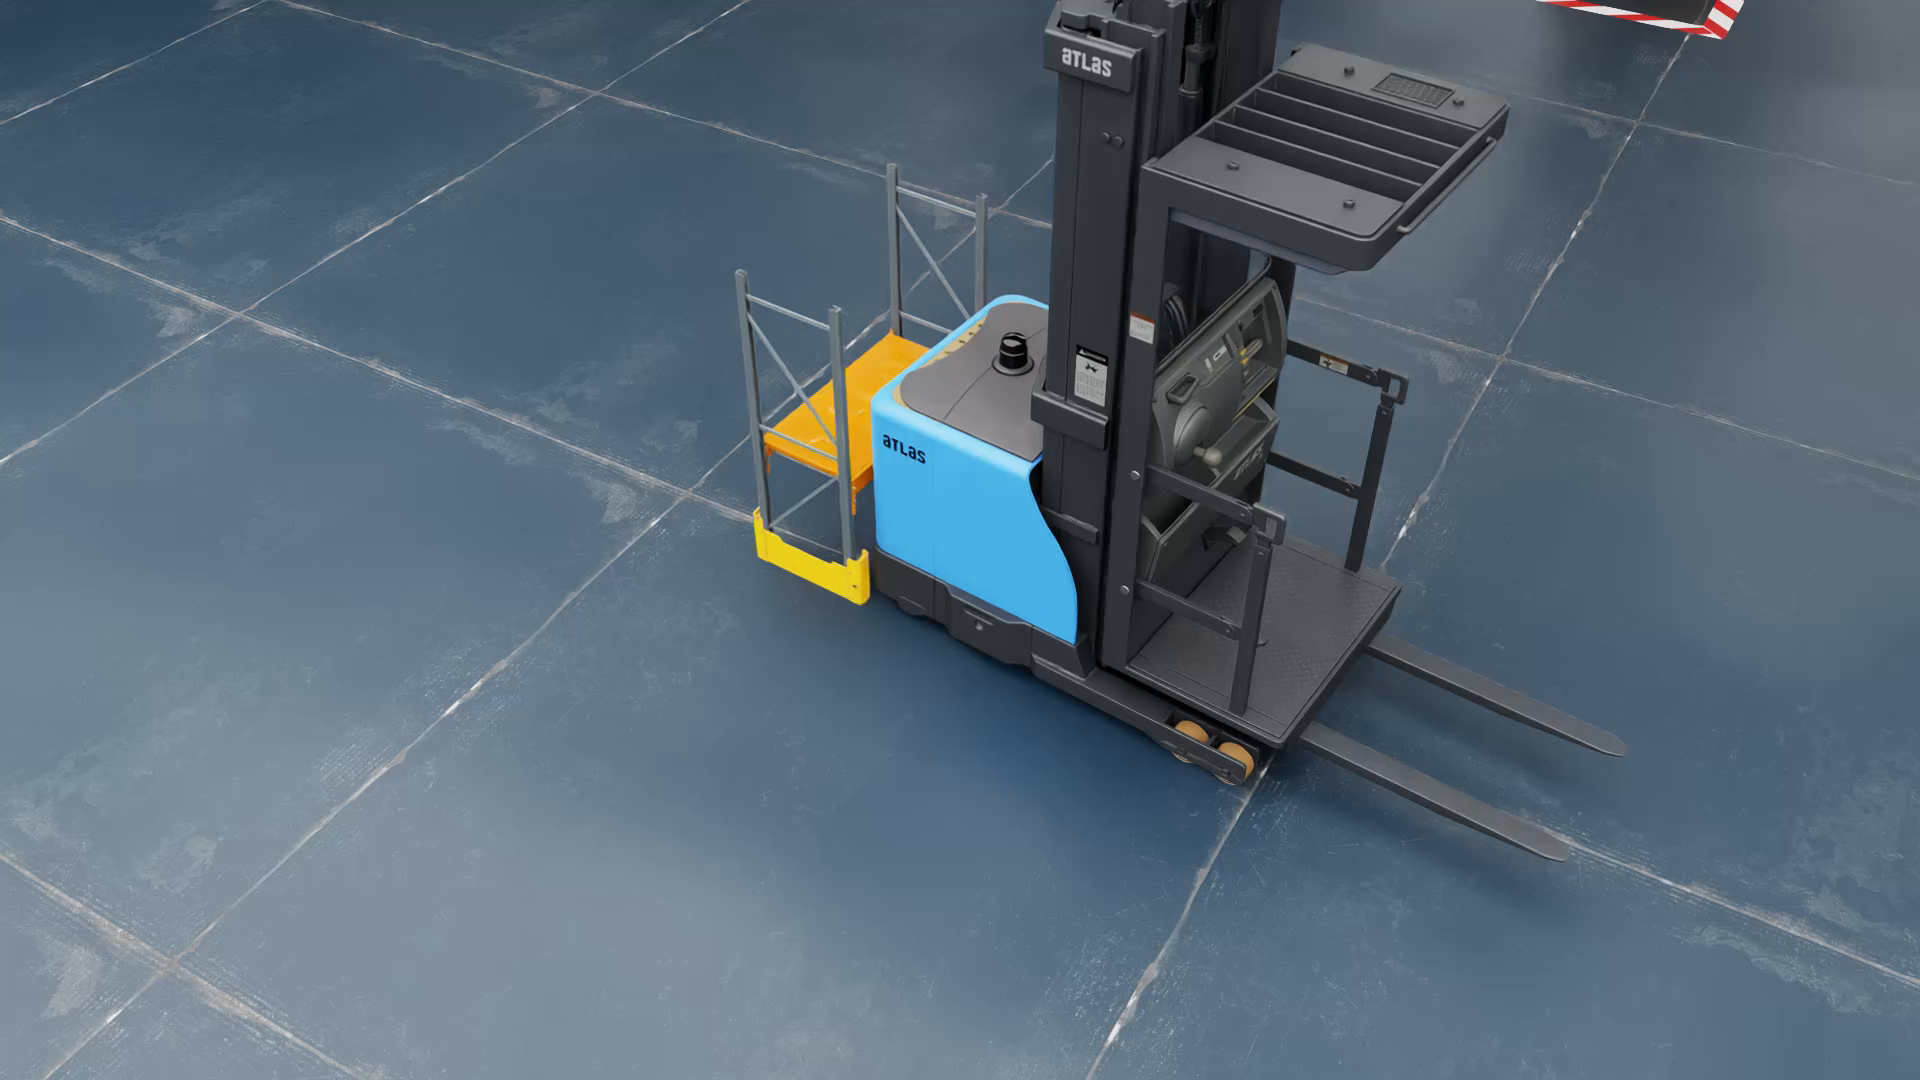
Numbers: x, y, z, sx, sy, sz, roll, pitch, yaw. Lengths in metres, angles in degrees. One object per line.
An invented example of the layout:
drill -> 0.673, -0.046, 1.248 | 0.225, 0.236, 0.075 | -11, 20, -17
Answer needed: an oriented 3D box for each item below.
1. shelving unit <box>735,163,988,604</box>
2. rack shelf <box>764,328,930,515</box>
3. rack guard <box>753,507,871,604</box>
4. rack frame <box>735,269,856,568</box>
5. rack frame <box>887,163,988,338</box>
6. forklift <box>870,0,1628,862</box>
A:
shelving unit -> -0.375, -0.680, 7.203 | 0.587, 1.500, 1.083 | 24, 47, 25
rack shelf -> -0.380, -0.540, 7.316 | 0.538, 0.185, 1.000 | 24, 47, 25
rack guard -> -0.651, 0.063, 7.305 | 0.587, 0.250, 0.087 | 24, 47, 25
rack frame -> -0.662, -0.396, 6.880 | 0.500, 1.500, 0.032 | 24, 47, 25
rack frame -> -0.098, -0.955, 7.515 | 0.500, 1.500, 0.032 | 24, 47, 25
forklift -> 1.121, -0.549, 5.971 | 3.031, 2.935, 1.130 | 25, 47, 26
